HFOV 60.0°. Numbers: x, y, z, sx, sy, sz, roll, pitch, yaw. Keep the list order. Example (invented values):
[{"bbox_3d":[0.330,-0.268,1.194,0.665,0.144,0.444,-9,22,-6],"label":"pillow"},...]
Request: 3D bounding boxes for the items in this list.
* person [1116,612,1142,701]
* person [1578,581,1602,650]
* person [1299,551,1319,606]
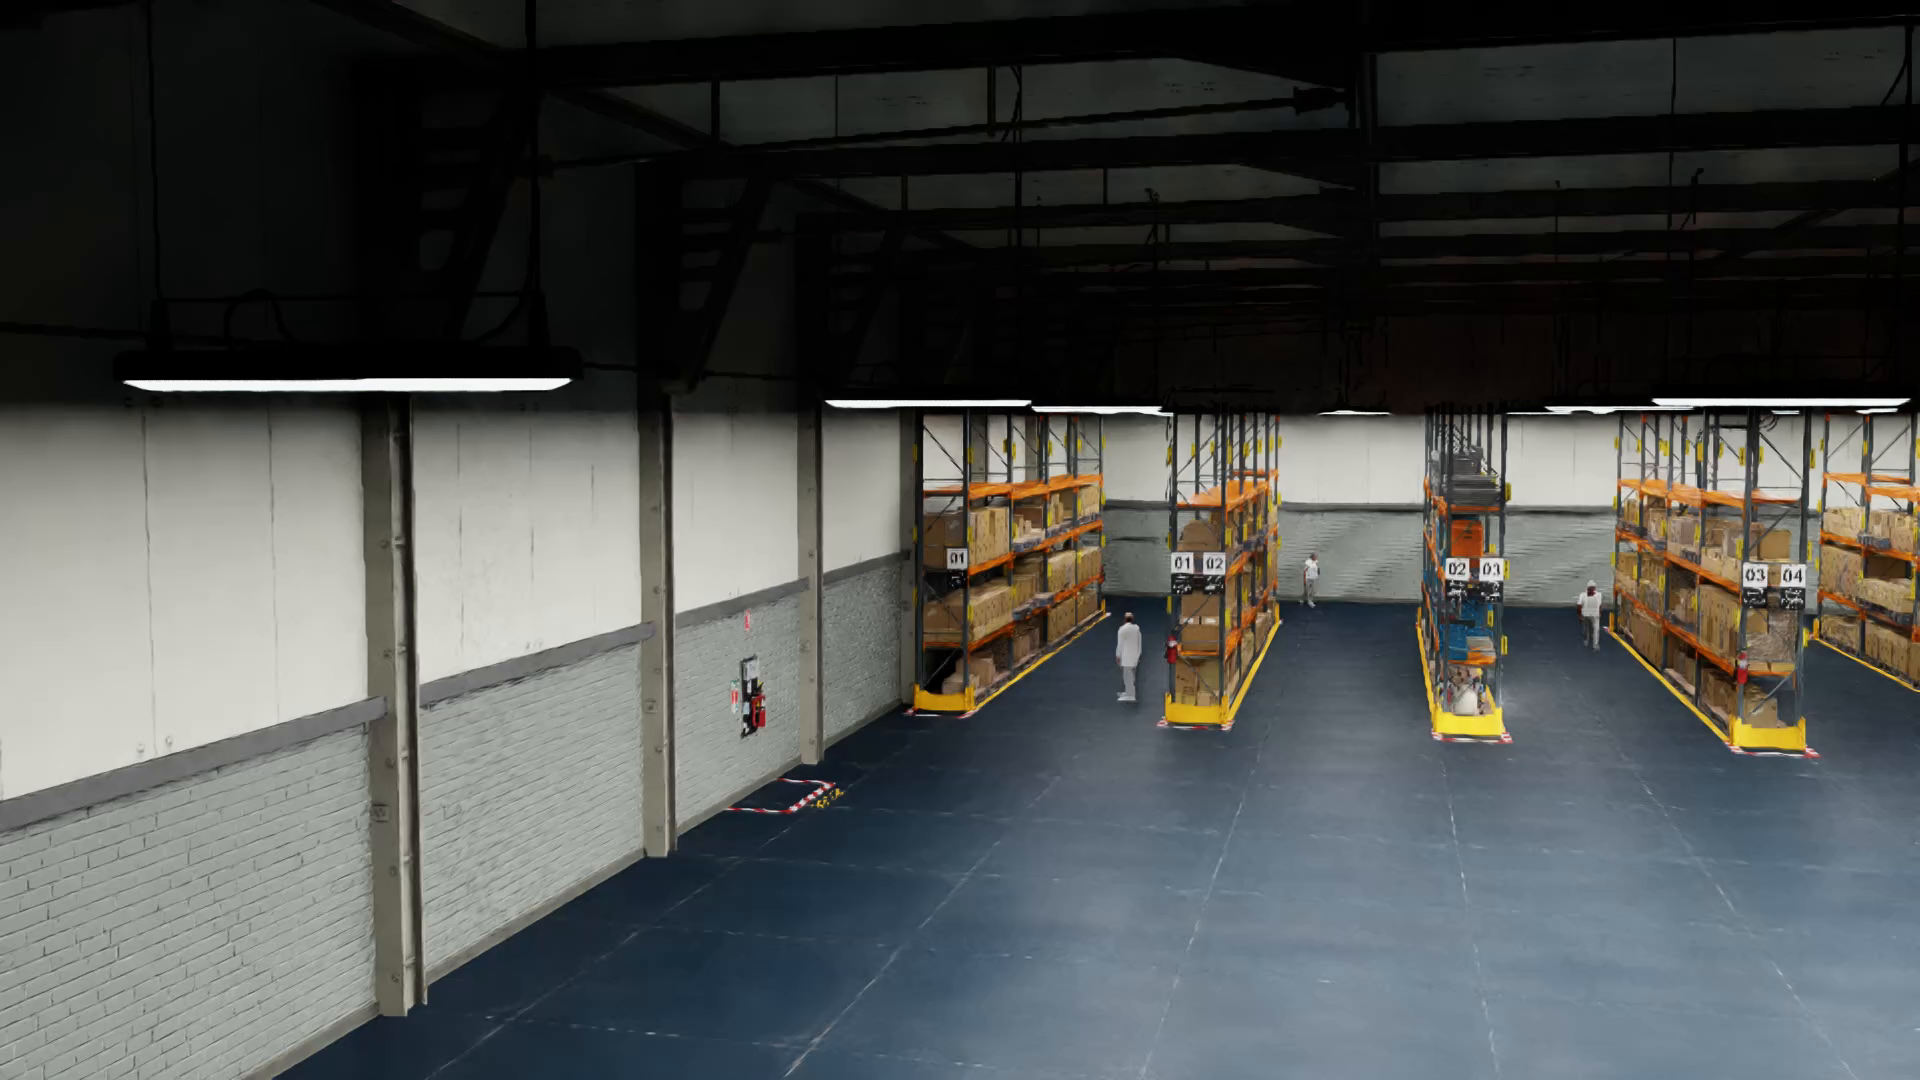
[{"bbox_3d":[3.384,2.332,33.638,0.677,1.775,0.636,-4,6,-44],"label":"person"},{"bbox_3d":[15.541,1.831,41.015,0.577,1.674,1.121,1,4,17],"label":"person"},{"bbox_3d":[10.612,1.164,50.584,0.509,1.661,0.542,-2,5,-22],"label":"person"}]
